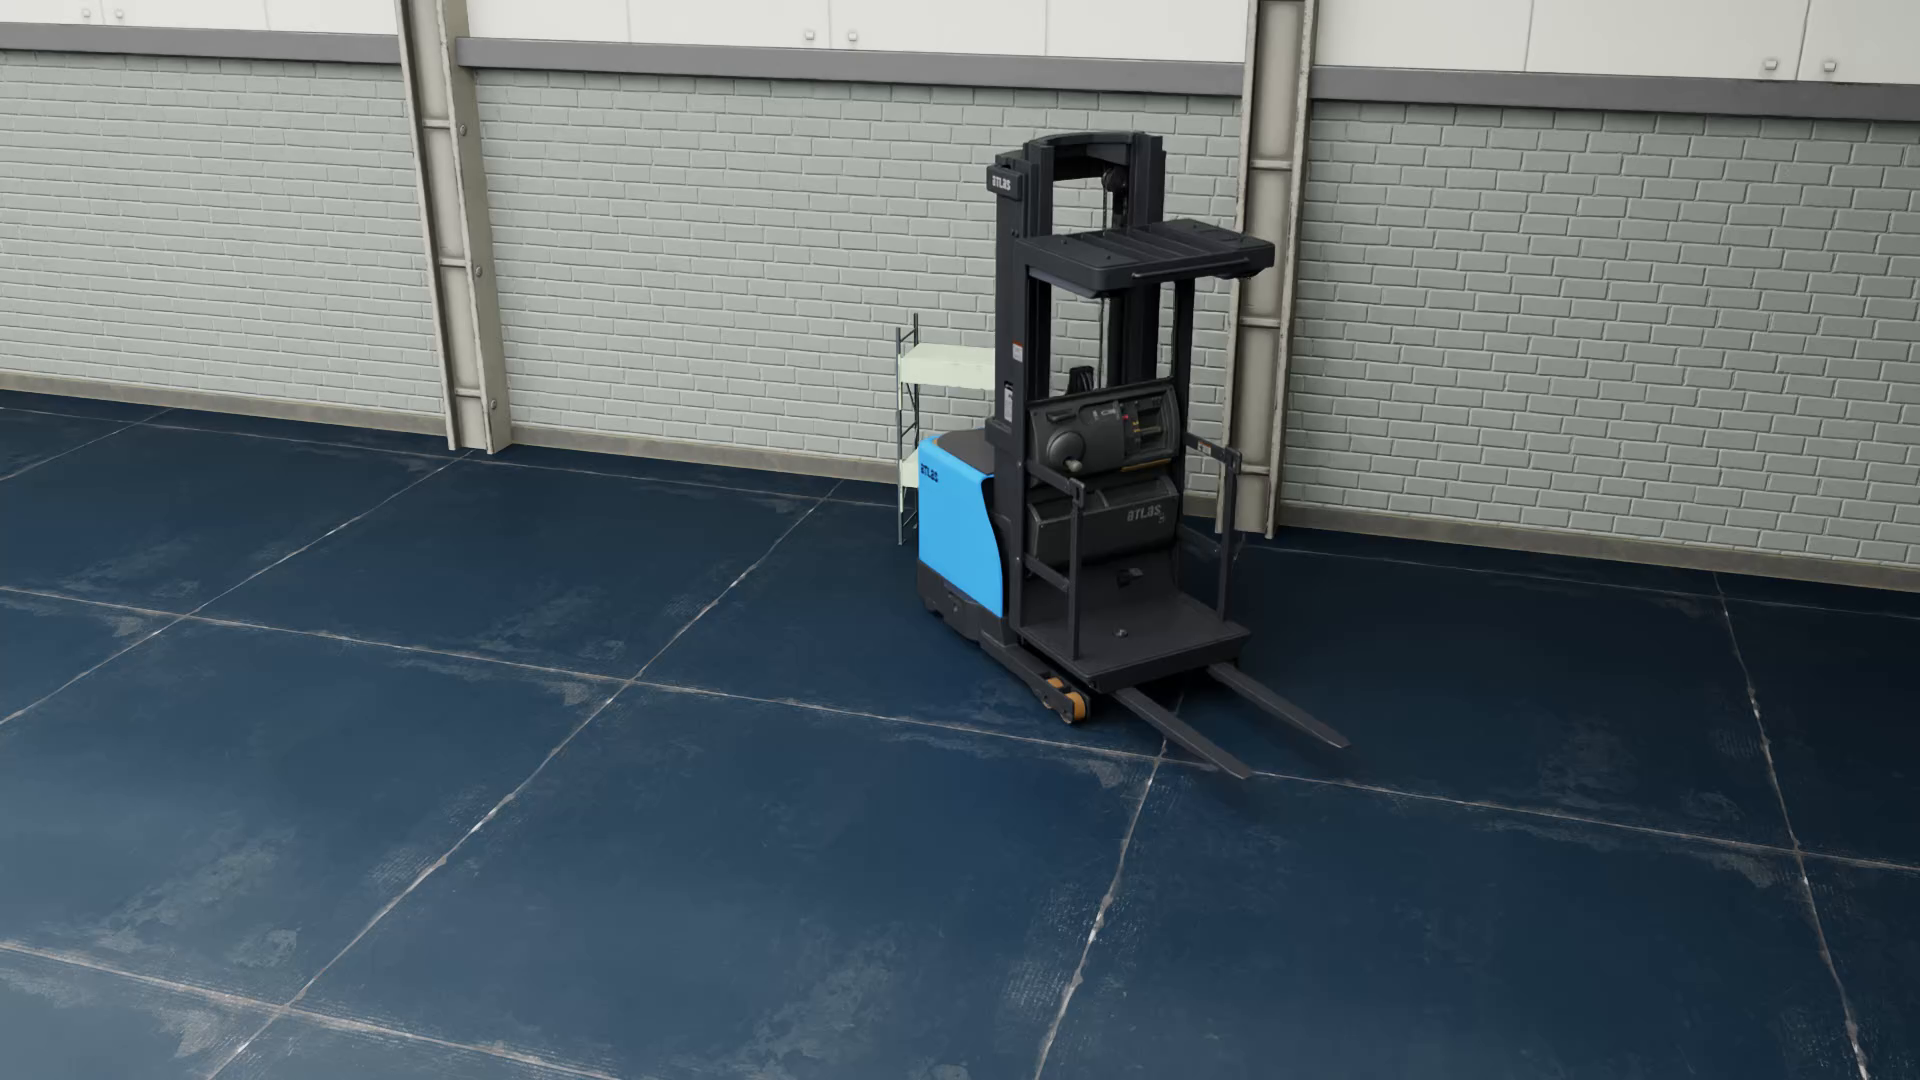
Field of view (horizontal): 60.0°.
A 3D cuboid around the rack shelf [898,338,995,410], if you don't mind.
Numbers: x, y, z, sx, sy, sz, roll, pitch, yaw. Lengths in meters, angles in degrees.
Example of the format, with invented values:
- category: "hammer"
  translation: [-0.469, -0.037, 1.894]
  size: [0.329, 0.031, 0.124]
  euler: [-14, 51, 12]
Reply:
- category: "rack shelf"
  translation: [0.006, -1.054, 10.836]
  size: [0.720, 0.370, 0.431]
  euler: [7, 23, 16]

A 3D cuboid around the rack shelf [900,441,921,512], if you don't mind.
- category: "rack shelf"
  translation: [0.006, -0.392, 11.107]
  size: [0.720, 0.370, 0.431]
  euler: [7, 23, 16]

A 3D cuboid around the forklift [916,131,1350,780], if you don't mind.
- category: "forklift"
  translation: [0.896, -0.574, 8.807]
  size: [1.130, 2.935, 3.031]
  euler: [-12, 25, -27]

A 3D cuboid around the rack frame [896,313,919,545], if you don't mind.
- category: "rack frame"
  translation: [-0.344, -0.733, 11.081]
  size: [0.023, 1.500, 0.400]
  euler: [7, 23, 16]

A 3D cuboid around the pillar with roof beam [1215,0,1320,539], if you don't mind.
- category: "pillar with roof beam"
  translation: [0.737, -2.684, 5.955]
  size: [0.400, 9.000, 9.100]
  euler: [7, 23, 16]

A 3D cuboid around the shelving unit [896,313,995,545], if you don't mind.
- category: "shelving unit"
  translation: [0.006, -0.693, 10.984]
  size: [0.755, 1.500, 0.431]
  euler: [7, 23, 16]

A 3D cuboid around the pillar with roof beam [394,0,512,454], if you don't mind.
- category: "pillar with roof beam"
  translation: [-5.007, -3.341, 7.558]
  size: [0.400, 9.000, 9.100]
  euler: [7, 23, 16]
